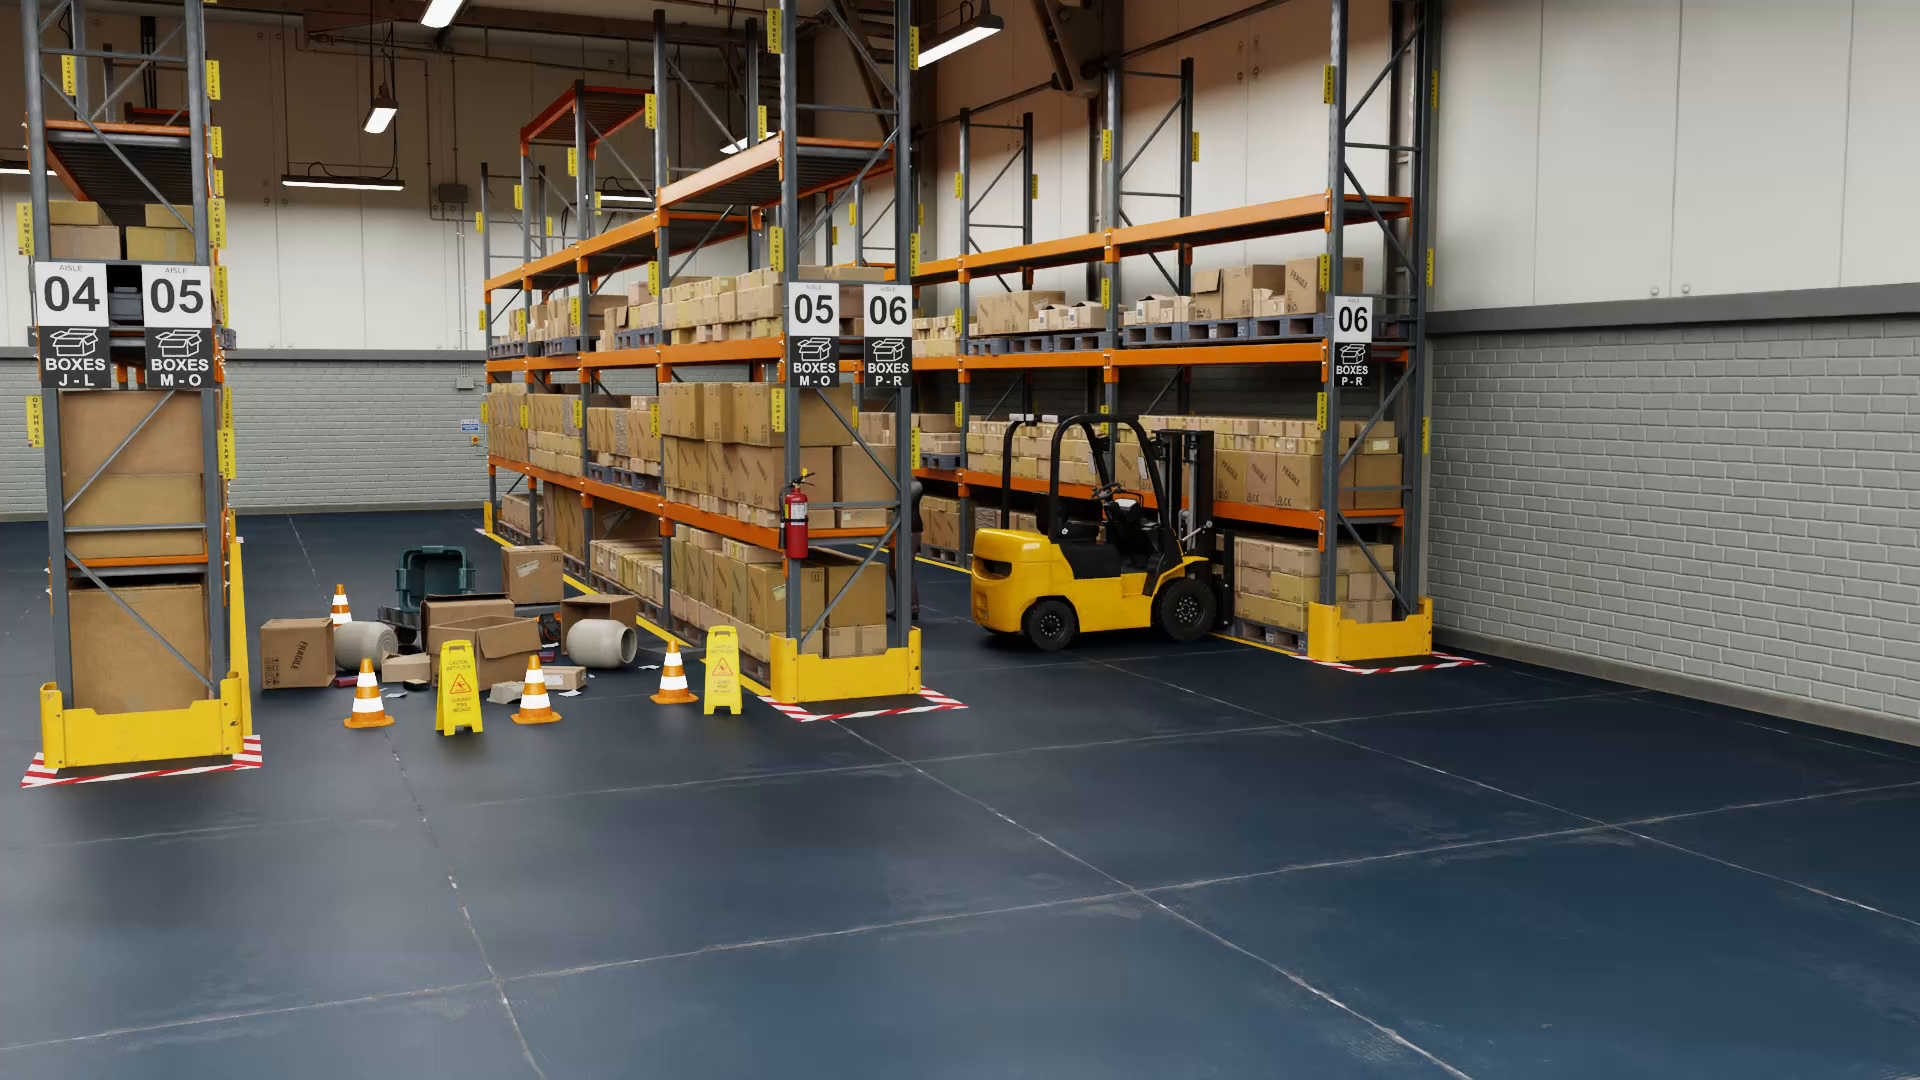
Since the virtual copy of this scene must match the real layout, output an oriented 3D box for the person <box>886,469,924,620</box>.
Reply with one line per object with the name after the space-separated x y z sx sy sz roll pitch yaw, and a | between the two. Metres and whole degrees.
-0.666 -0.033 17.264 0.555 1.718 0.495 -2 6 -23 | person
